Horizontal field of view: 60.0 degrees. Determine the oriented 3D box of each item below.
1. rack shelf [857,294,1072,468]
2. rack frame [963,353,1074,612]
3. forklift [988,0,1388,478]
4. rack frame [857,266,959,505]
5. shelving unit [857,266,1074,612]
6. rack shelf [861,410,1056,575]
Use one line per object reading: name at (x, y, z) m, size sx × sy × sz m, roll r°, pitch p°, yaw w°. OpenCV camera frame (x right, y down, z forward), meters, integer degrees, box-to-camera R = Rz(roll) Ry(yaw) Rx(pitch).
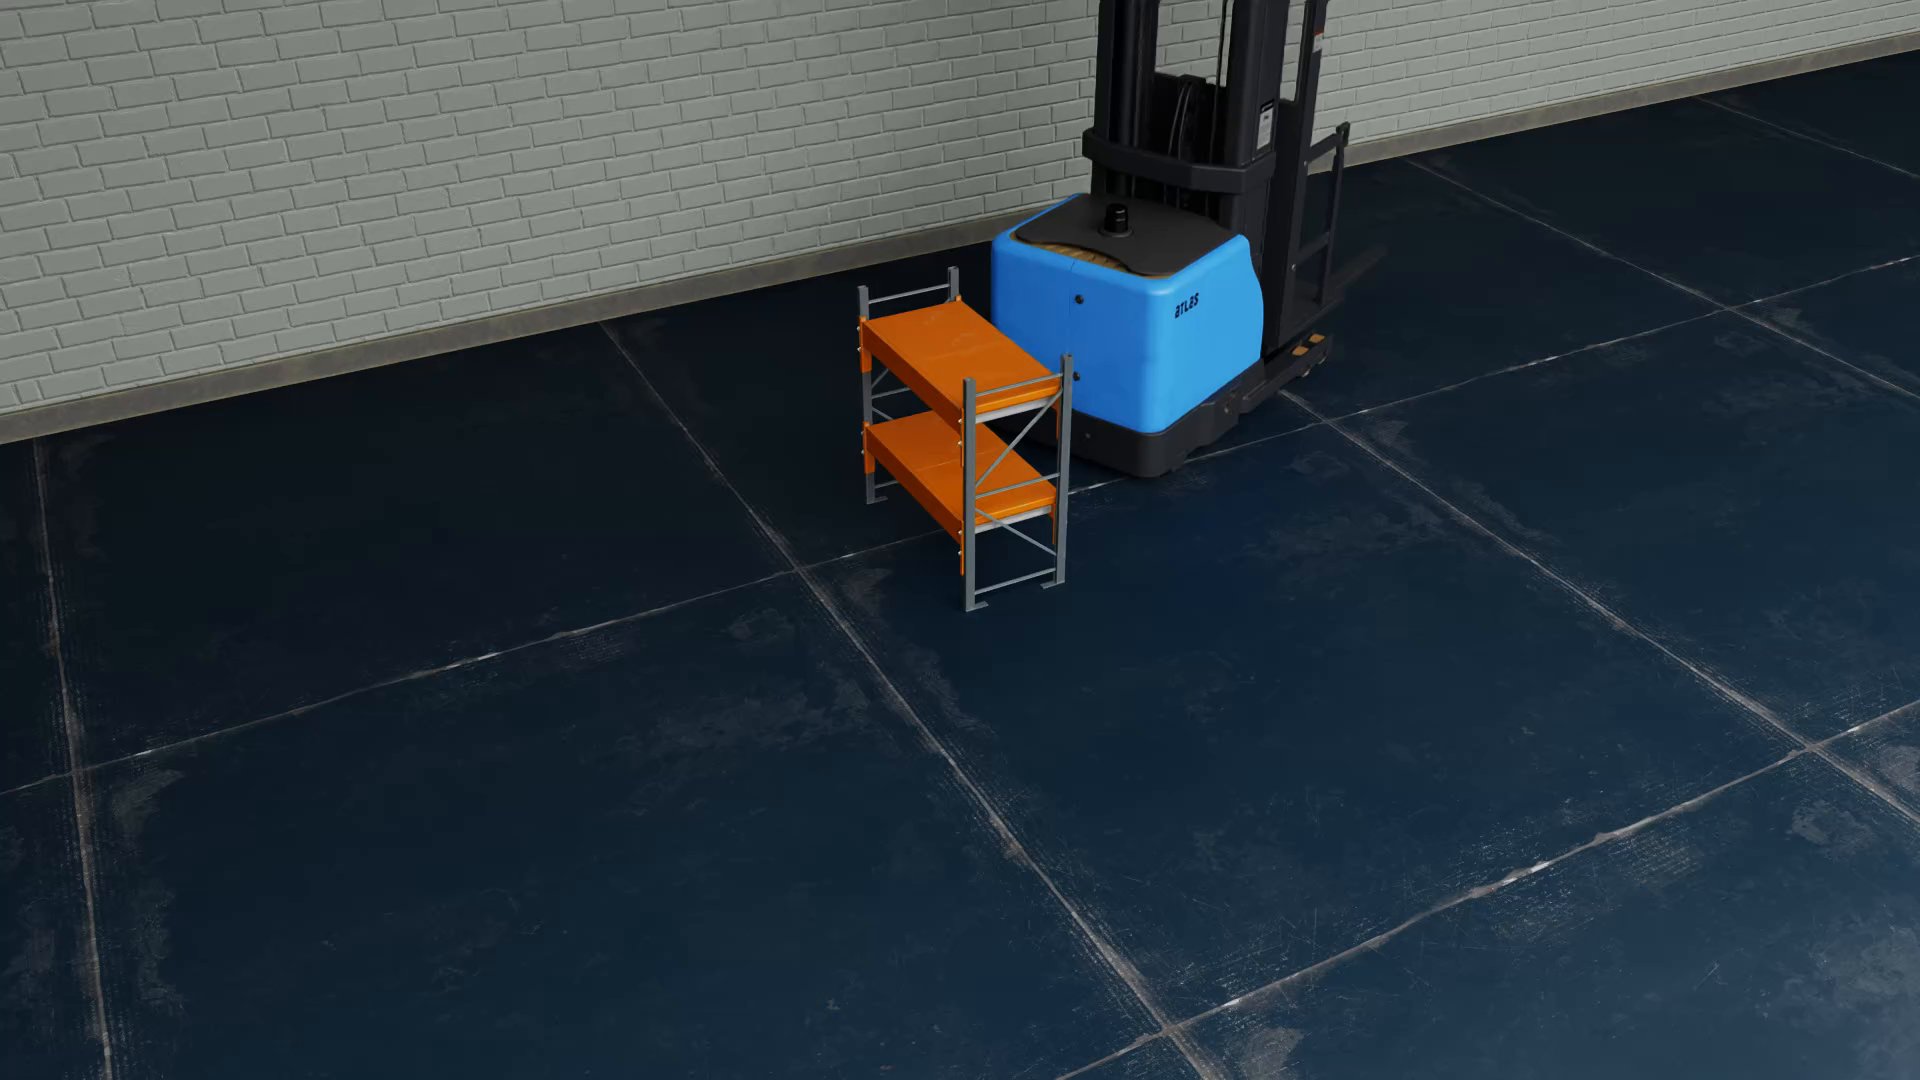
rack shelf at (0.003, -0.717, 7.284) m, size 0.538 × 0.278 × 1.000 m, roll -16°, pitch 36°, yaw -23°
rack frame at (0.240, -0.228, 7.063) m, size 0.500 × 1.125 × 0.032 m, roll -16°, pitch 36°, yaw -23°
forklift at (1.423, -2.275, 8.584) m, size 1.130 × 2.935 × 3.031 m, roll 22°, pitch 39°, yaw 30°
rack frame at (-0.234, -0.713, 7.820) m, size 0.500 × 1.125 × 0.032 m, roll -16°, pitch 36°, yaw -23°
shelving unit at (0.003, -0.470, 7.442) m, size 0.538 × 1.125 × 1.048 m, roll -16°, pitch 36°, yaw -23°
rack shelf at (0.003, -0.265, 7.573) m, size 0.538 × 0.278 × 1.000 m, roll -16°, pitch 36°, yaw -23°
